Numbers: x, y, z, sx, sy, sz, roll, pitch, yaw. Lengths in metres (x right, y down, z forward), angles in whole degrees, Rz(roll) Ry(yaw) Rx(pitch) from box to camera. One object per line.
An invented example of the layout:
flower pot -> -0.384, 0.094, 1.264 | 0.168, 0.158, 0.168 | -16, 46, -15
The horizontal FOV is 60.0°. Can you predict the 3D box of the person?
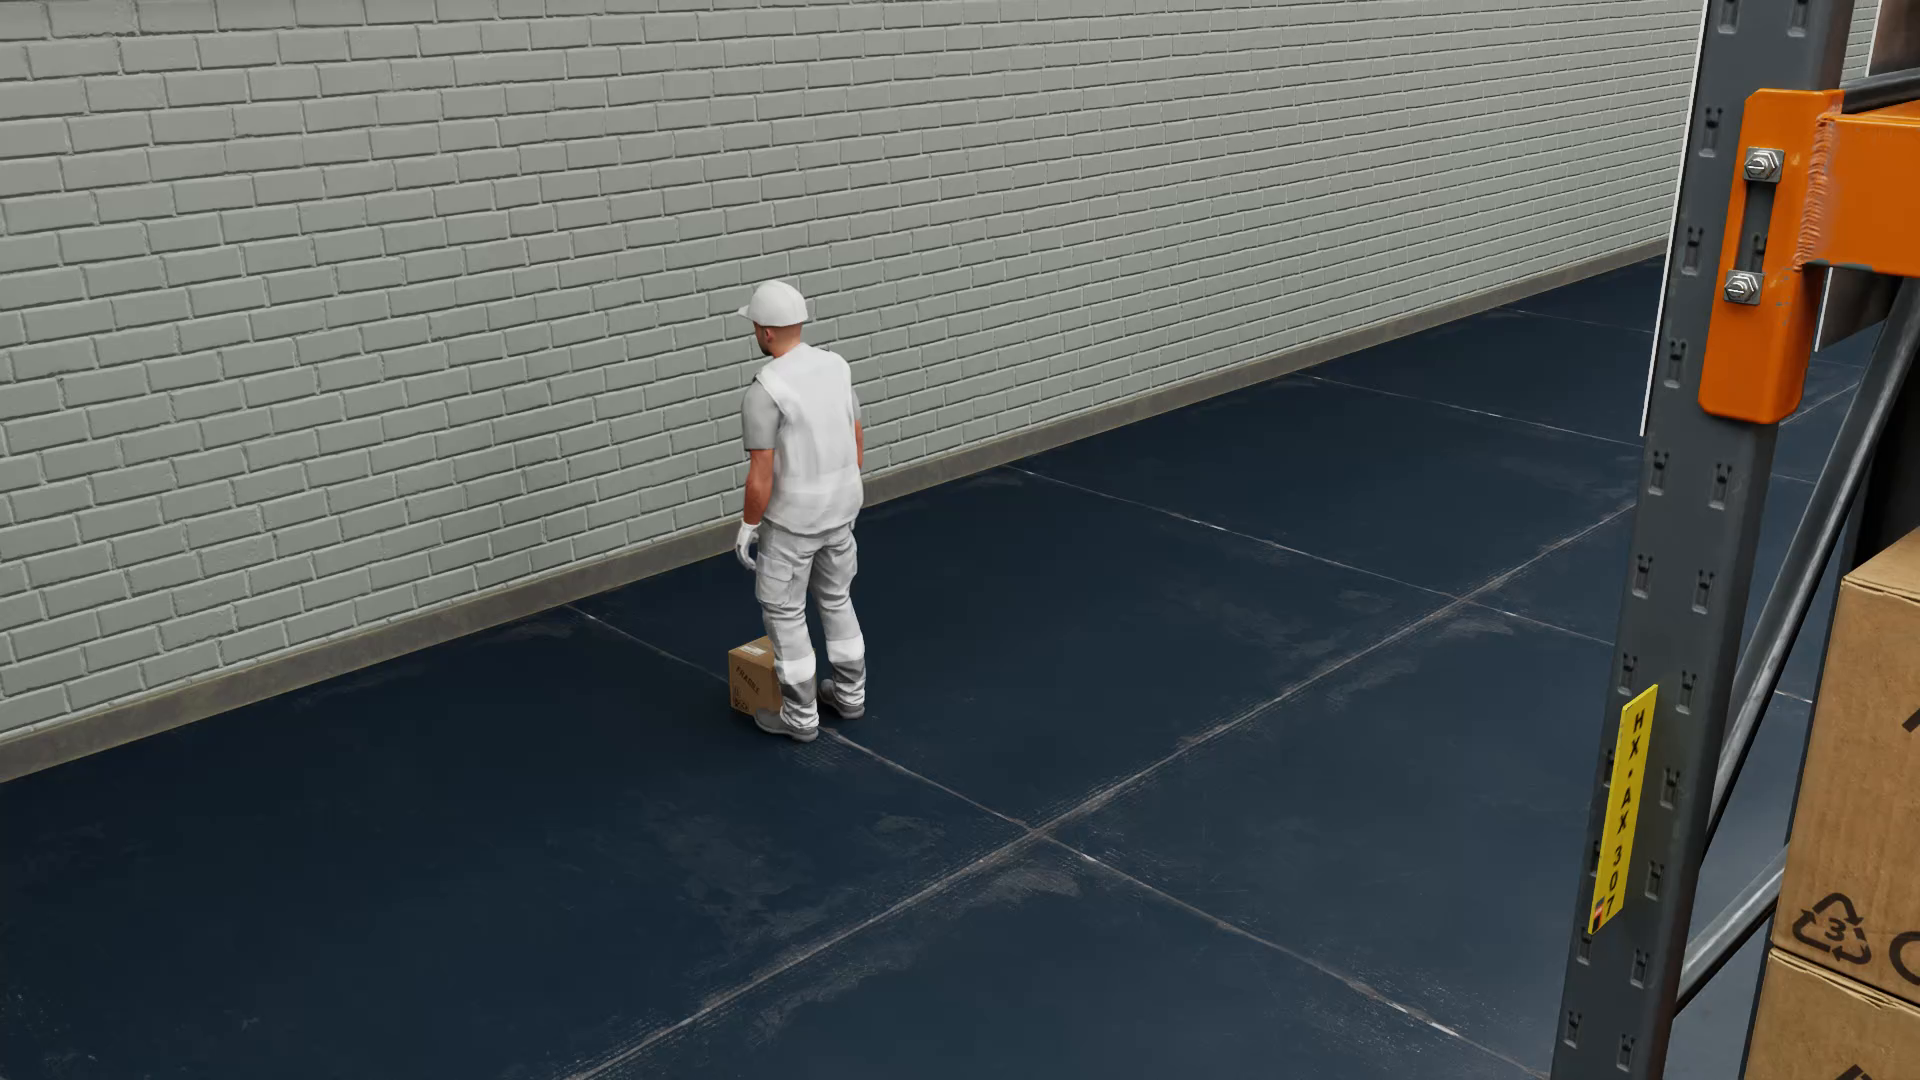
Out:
person -> -0.608, -0.097, 6.317 | 0.448, 1.780, 0.619 | 17, 26, 38
